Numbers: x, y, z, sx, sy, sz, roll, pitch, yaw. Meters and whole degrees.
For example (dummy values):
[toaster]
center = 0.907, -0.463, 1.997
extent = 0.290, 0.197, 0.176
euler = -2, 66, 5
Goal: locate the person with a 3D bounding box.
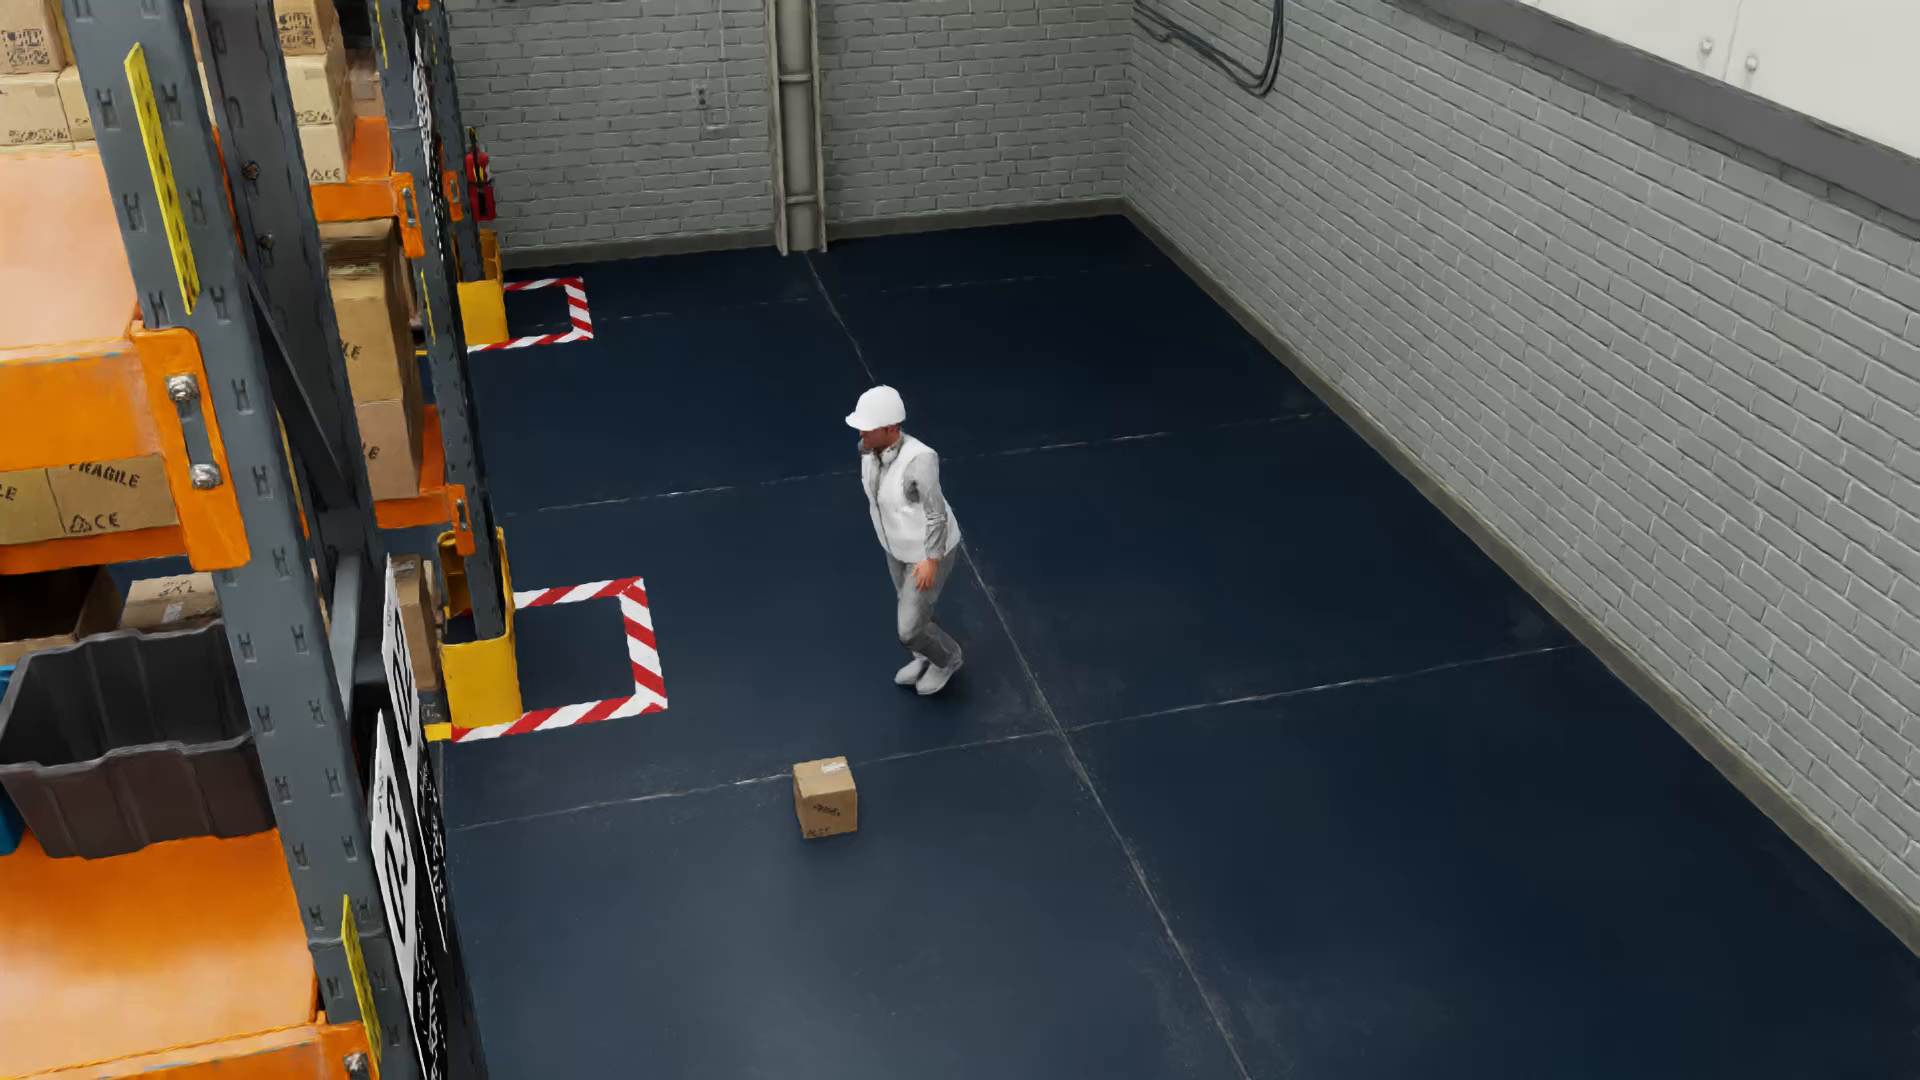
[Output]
[person]
center = -0.264, 0.019, 8.171
extent = 0.595, 1.747, 0.562
euler = -22, 37, -33
